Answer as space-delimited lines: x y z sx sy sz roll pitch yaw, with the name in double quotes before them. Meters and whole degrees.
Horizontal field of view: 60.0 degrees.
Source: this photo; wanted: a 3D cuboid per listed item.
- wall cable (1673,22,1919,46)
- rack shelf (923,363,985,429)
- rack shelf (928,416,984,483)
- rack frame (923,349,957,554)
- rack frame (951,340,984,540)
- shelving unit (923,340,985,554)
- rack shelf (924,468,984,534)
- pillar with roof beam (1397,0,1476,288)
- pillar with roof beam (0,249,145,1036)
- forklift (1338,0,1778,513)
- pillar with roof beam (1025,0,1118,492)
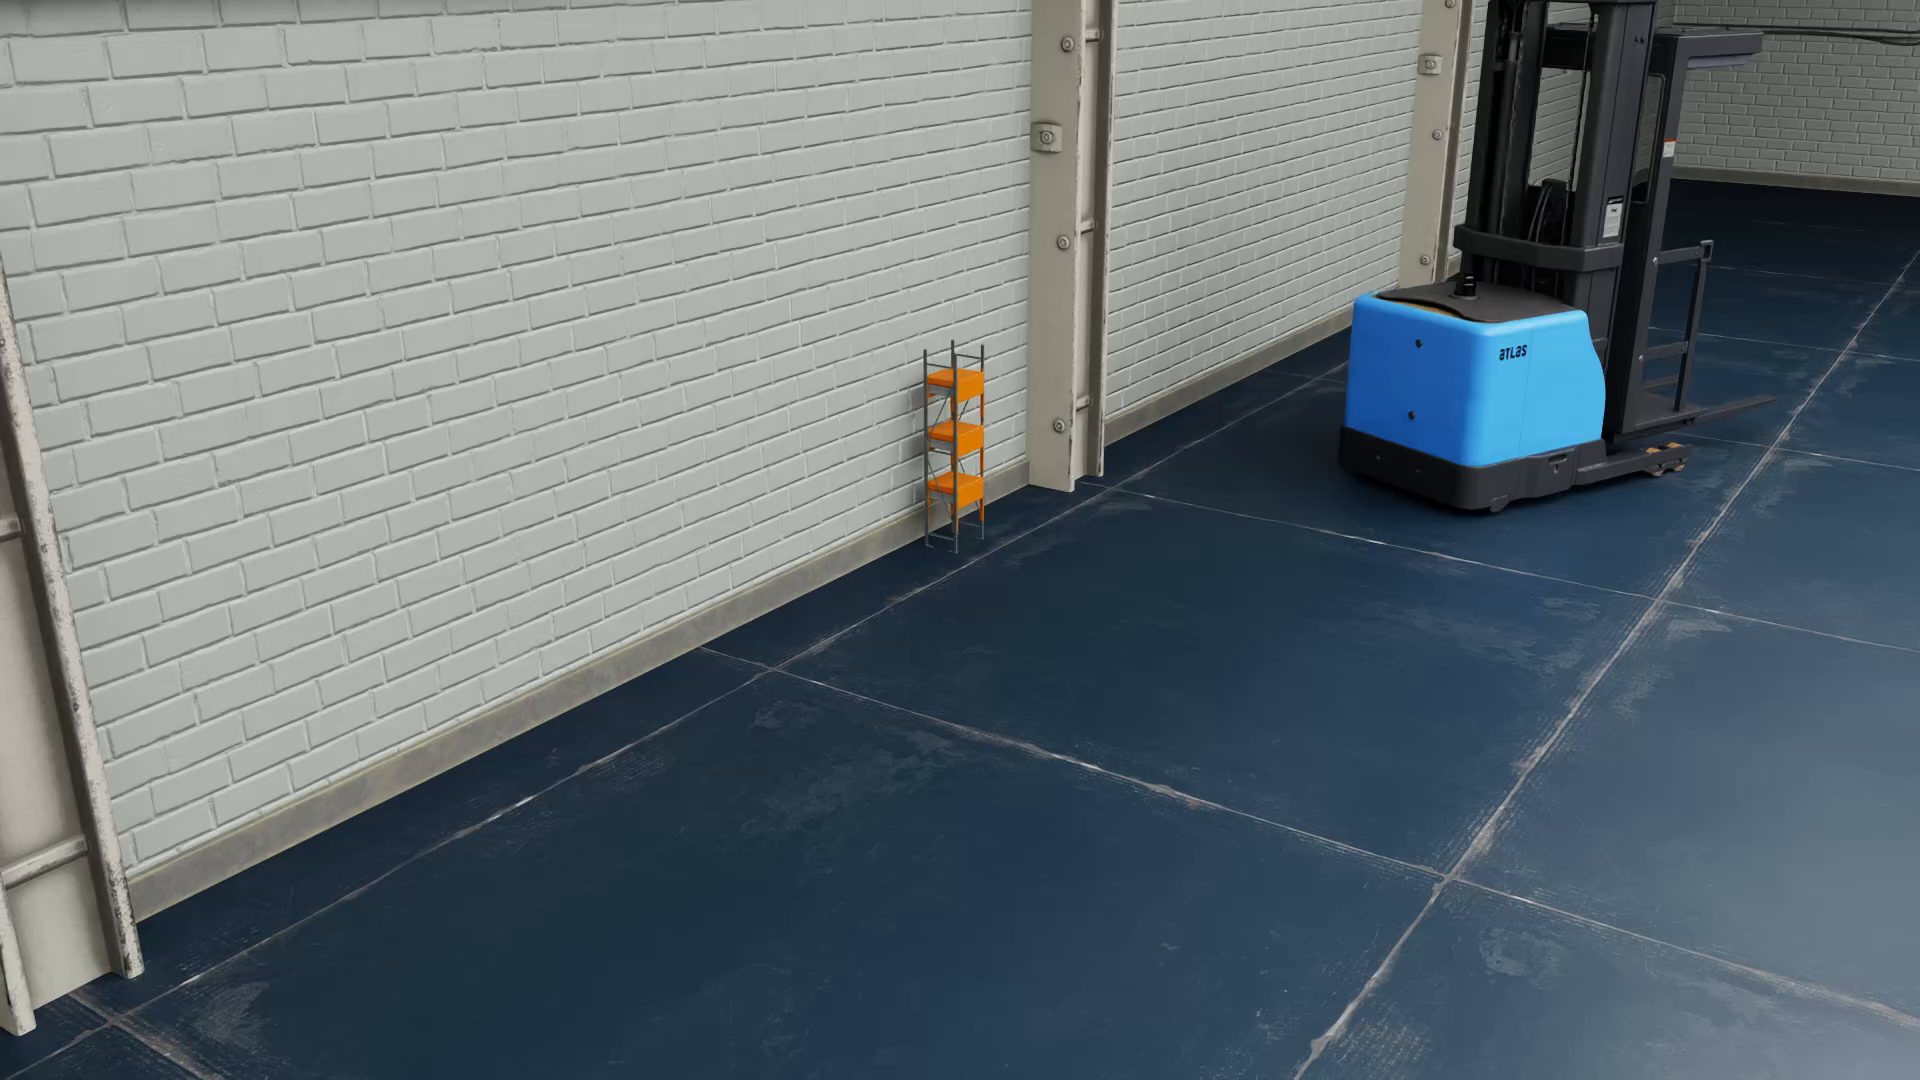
"wall cable" 10.106 -7.154 19.610 3.097 2.526 0.112 13 24 32
"rack shelf" -0.030 -0.733 8.446 0.215 0.259 0.240 13 24 32
"rack shelf" -0.030 -0.467 8.545 0.215 0.259 0.240 13 24 32
"rack frame" -0.099 -0.442 8.447 0.200 1.050 0.008 13 24 32
"rack frame" 0.039 -0.512 8.636 0.200 1.050 0.008 13 24 32
"shelving unit" -0.030 -0.477 8.541 0.215 1.050 0.252 13 24 32
"rack shelf" -0.030 -0.206 8.641 0.215 0.259 0.240 13 24 32
"pillar with roof beam" 7.544 -5.462 10.560 9.100 9.000 0.400 13 24 32
"pillar with roof beam" 0.798 -2.019 1.252 9.100 9.000 0.400 13 24 32
"forklift" 3.741 -1.891 9.651 3.031 2.935 1.130 -12 24 -30
"pillar with roof beam" 4.171 -3.740 5.906 9.100 9.000 0.400 13 24 32
